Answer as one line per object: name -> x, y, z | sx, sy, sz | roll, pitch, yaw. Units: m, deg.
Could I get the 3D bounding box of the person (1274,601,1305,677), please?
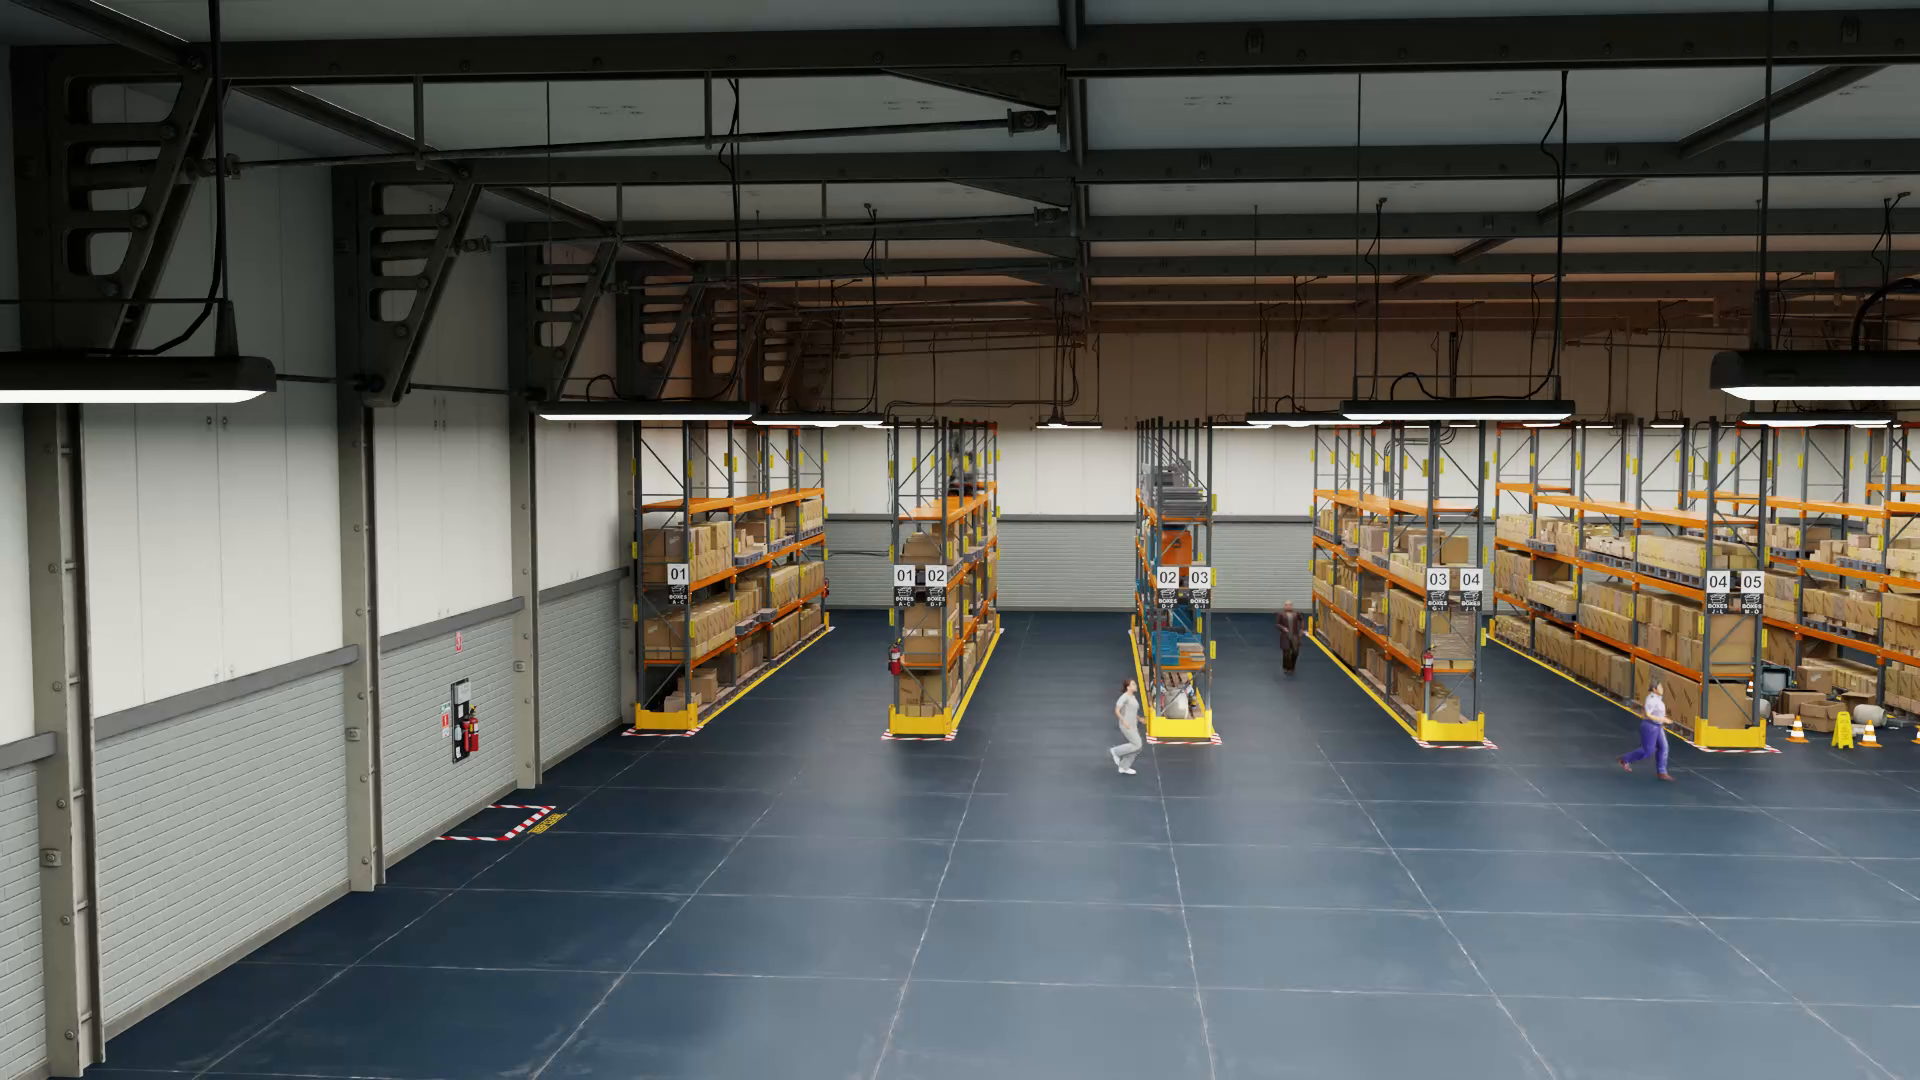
person -> 7.724, 2.320, 38.946 | 0.718, 1.796, 0.788 | 0, 4, 6

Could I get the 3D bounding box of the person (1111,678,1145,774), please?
person -> 2.824, 3.110, 27.870 | 0.562, 1.607, 0.531 | 2, 4, 28

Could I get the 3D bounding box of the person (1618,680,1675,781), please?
person -> 11.342, 3.131, 27.426 | 0.867, 1.634, 0.593 | 3, 5, 34
